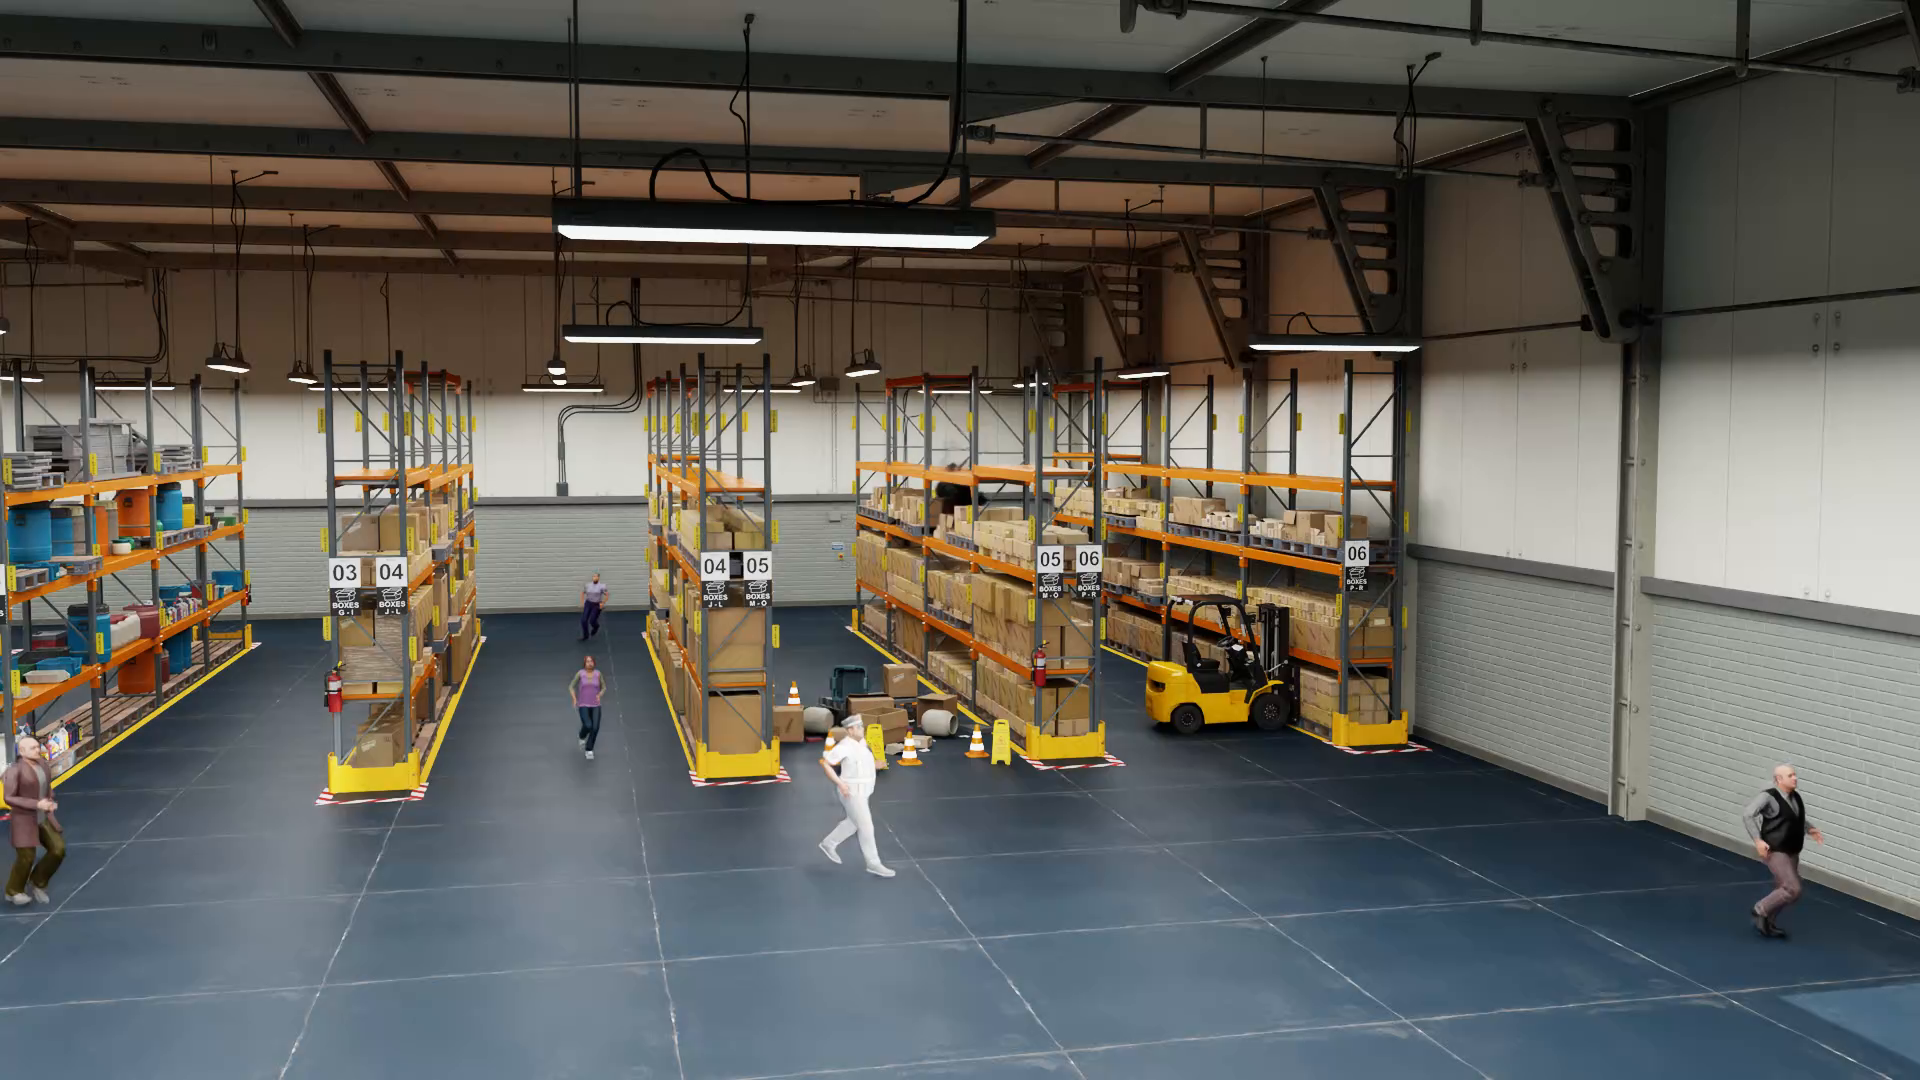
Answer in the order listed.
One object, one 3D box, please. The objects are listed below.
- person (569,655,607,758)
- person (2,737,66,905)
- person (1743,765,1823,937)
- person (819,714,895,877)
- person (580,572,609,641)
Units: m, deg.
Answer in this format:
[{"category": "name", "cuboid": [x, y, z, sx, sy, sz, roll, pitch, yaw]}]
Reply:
[{"category": "person", "cuboid": [-5.548, 2.498, 24.894, 0.536, 1.560, 0.535, -2, 4, -24]}, {"category": "person", "cuboid": [-9.597, 2.933, 17.262, 0.744, 1.798, 0.732, 1, 4, 16]}, {"category": "person", "cuboid": [8.018, 3.030, 16.145, 0.667, 1.688, 0.601, -2, 5, -31]}, {"category": "person", "cuboid": [-1.163, 2.805, 18.489, 0.988, 1.771, 0.650, 1, 4, 20]}, {"category": "person", "cuboid": [-8.482, 1.538, 38.551, 0.653, 1.579, 0.537, 0, 4, 6]}]
